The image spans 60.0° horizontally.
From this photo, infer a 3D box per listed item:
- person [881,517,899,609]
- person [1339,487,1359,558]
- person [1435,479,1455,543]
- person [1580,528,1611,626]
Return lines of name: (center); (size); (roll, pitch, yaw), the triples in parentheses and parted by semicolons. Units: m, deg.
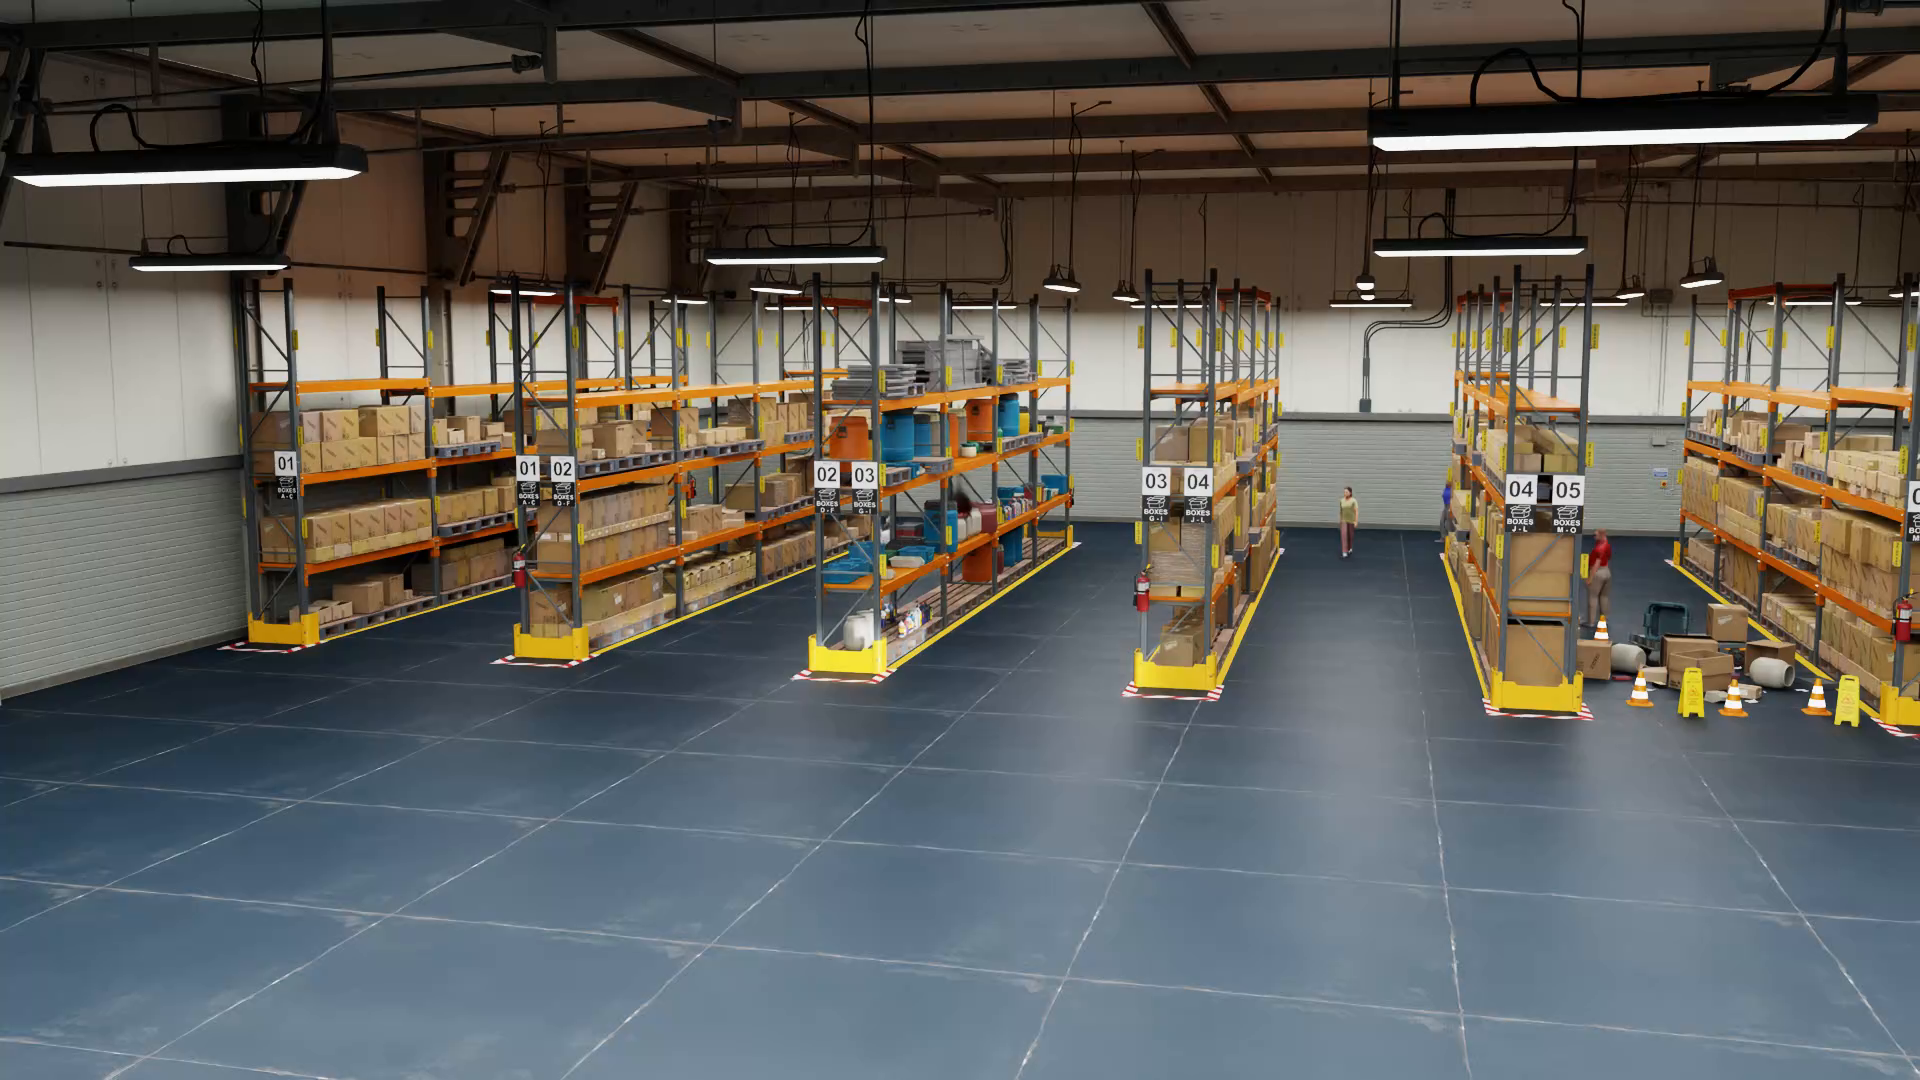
person: (-1.328, 0.435, 30.236); (0.569, 1.688, 0.432); (-2, 7, -14)
person: (9.024, -0.427, 38.611); (0.427, 1.621, 1.064); (1, 7, 11)
person: (12.119, -0.733, 41.017); (0.732, 1.618, 0.452); (0, 7, -1)
person: (11.197, 0.655, 29.258); (0.633, 1.737, 0.420); (-5, 9, -38)
